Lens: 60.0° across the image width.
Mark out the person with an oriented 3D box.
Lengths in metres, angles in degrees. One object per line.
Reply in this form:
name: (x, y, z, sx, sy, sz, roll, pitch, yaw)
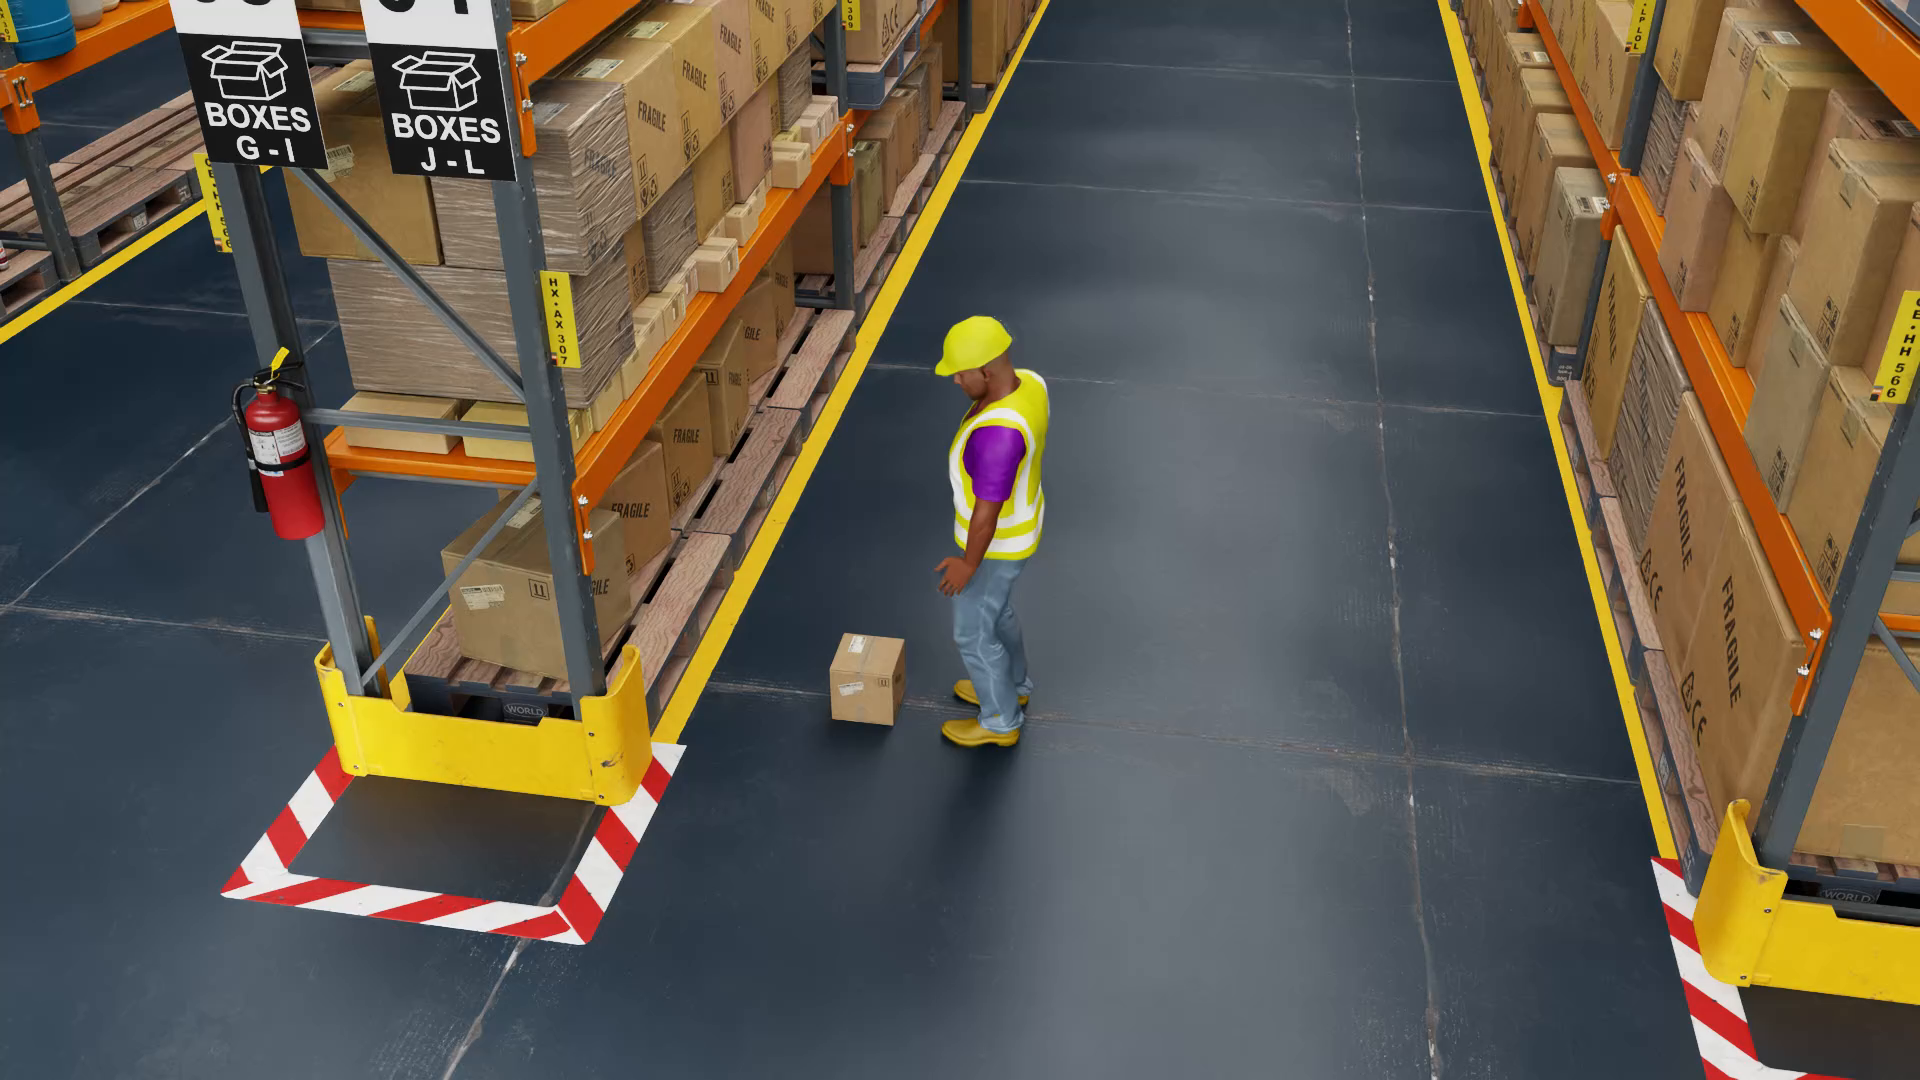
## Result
person: (0.108, -0.018, 6.161, 0.390, 1.748, 0.575, 6, 33, 9)
